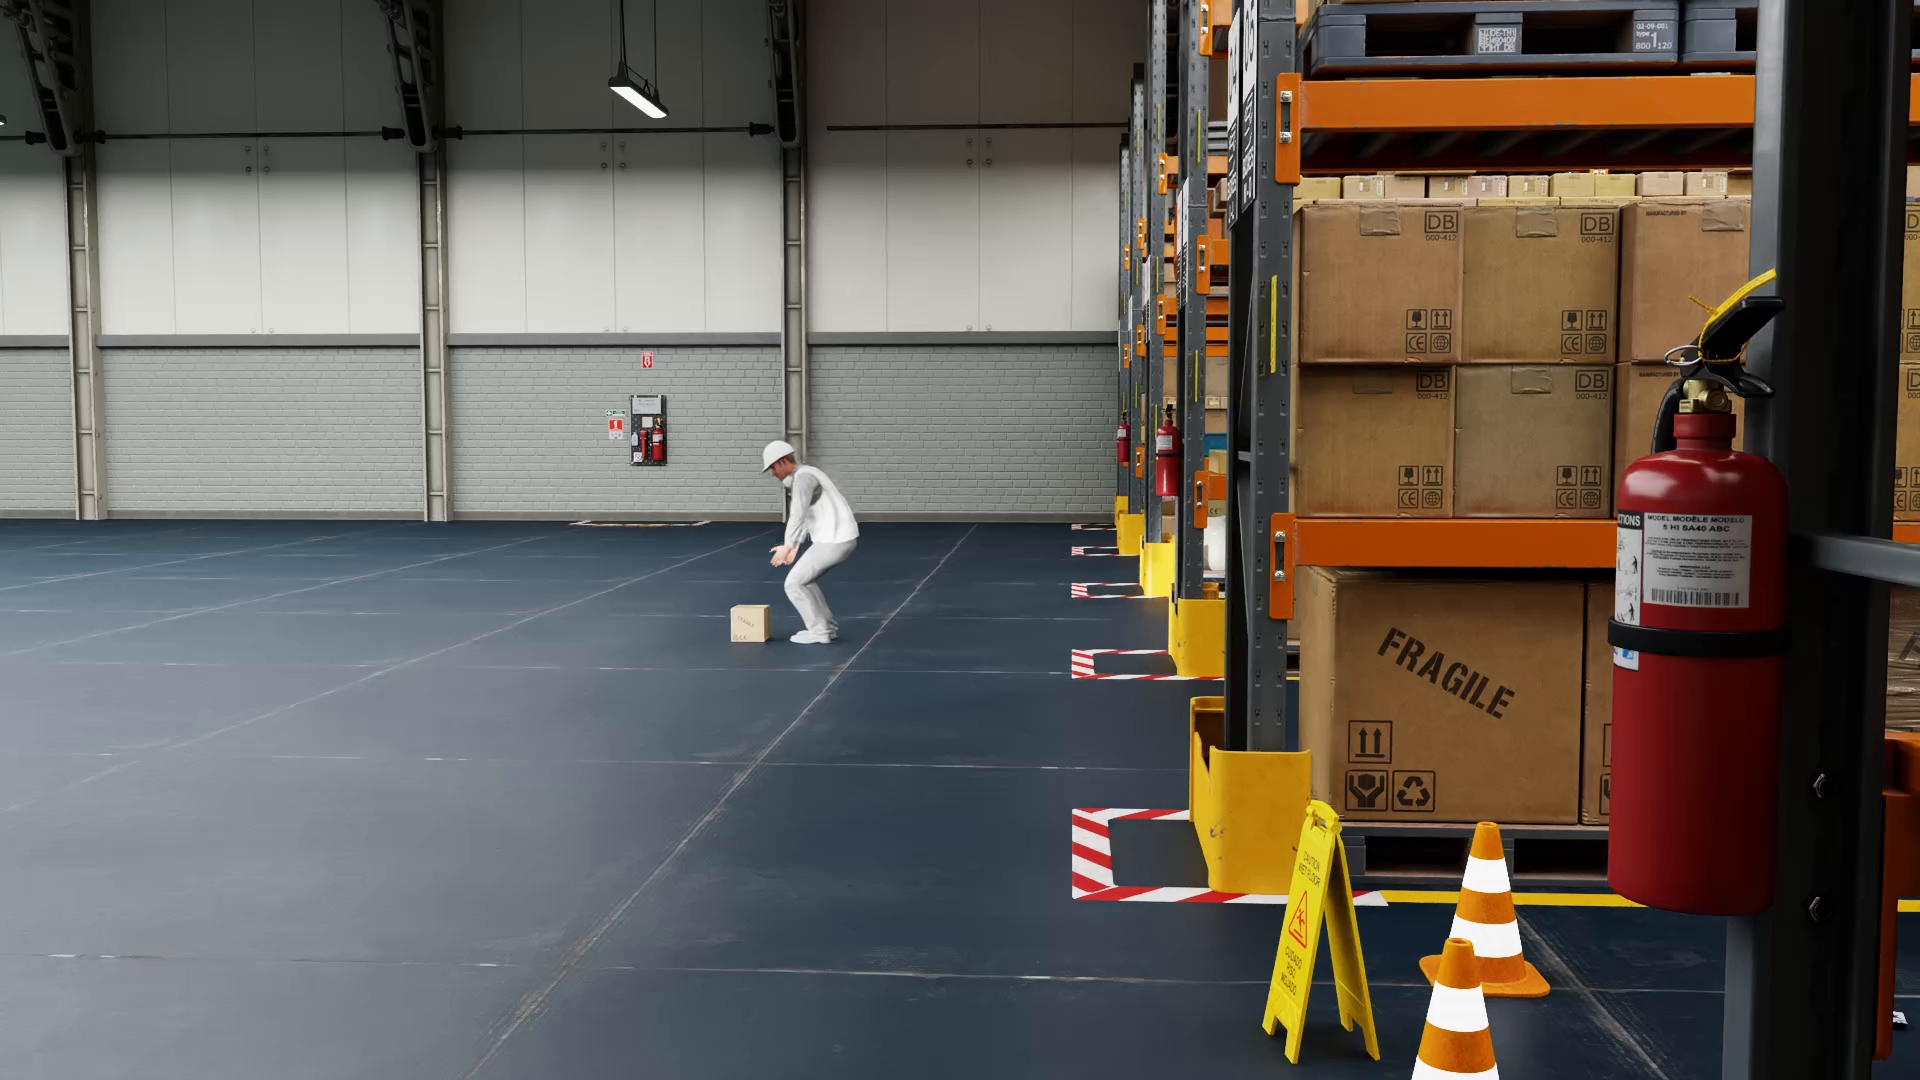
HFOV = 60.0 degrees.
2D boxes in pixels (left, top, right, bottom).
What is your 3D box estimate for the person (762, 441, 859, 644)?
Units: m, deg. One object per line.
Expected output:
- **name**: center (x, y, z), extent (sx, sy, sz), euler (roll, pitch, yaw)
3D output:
- **person**: center (-1.120, 0.012, 12.434), extent (0.714, 1.506, 0.590), euler (0, 4, 4)
